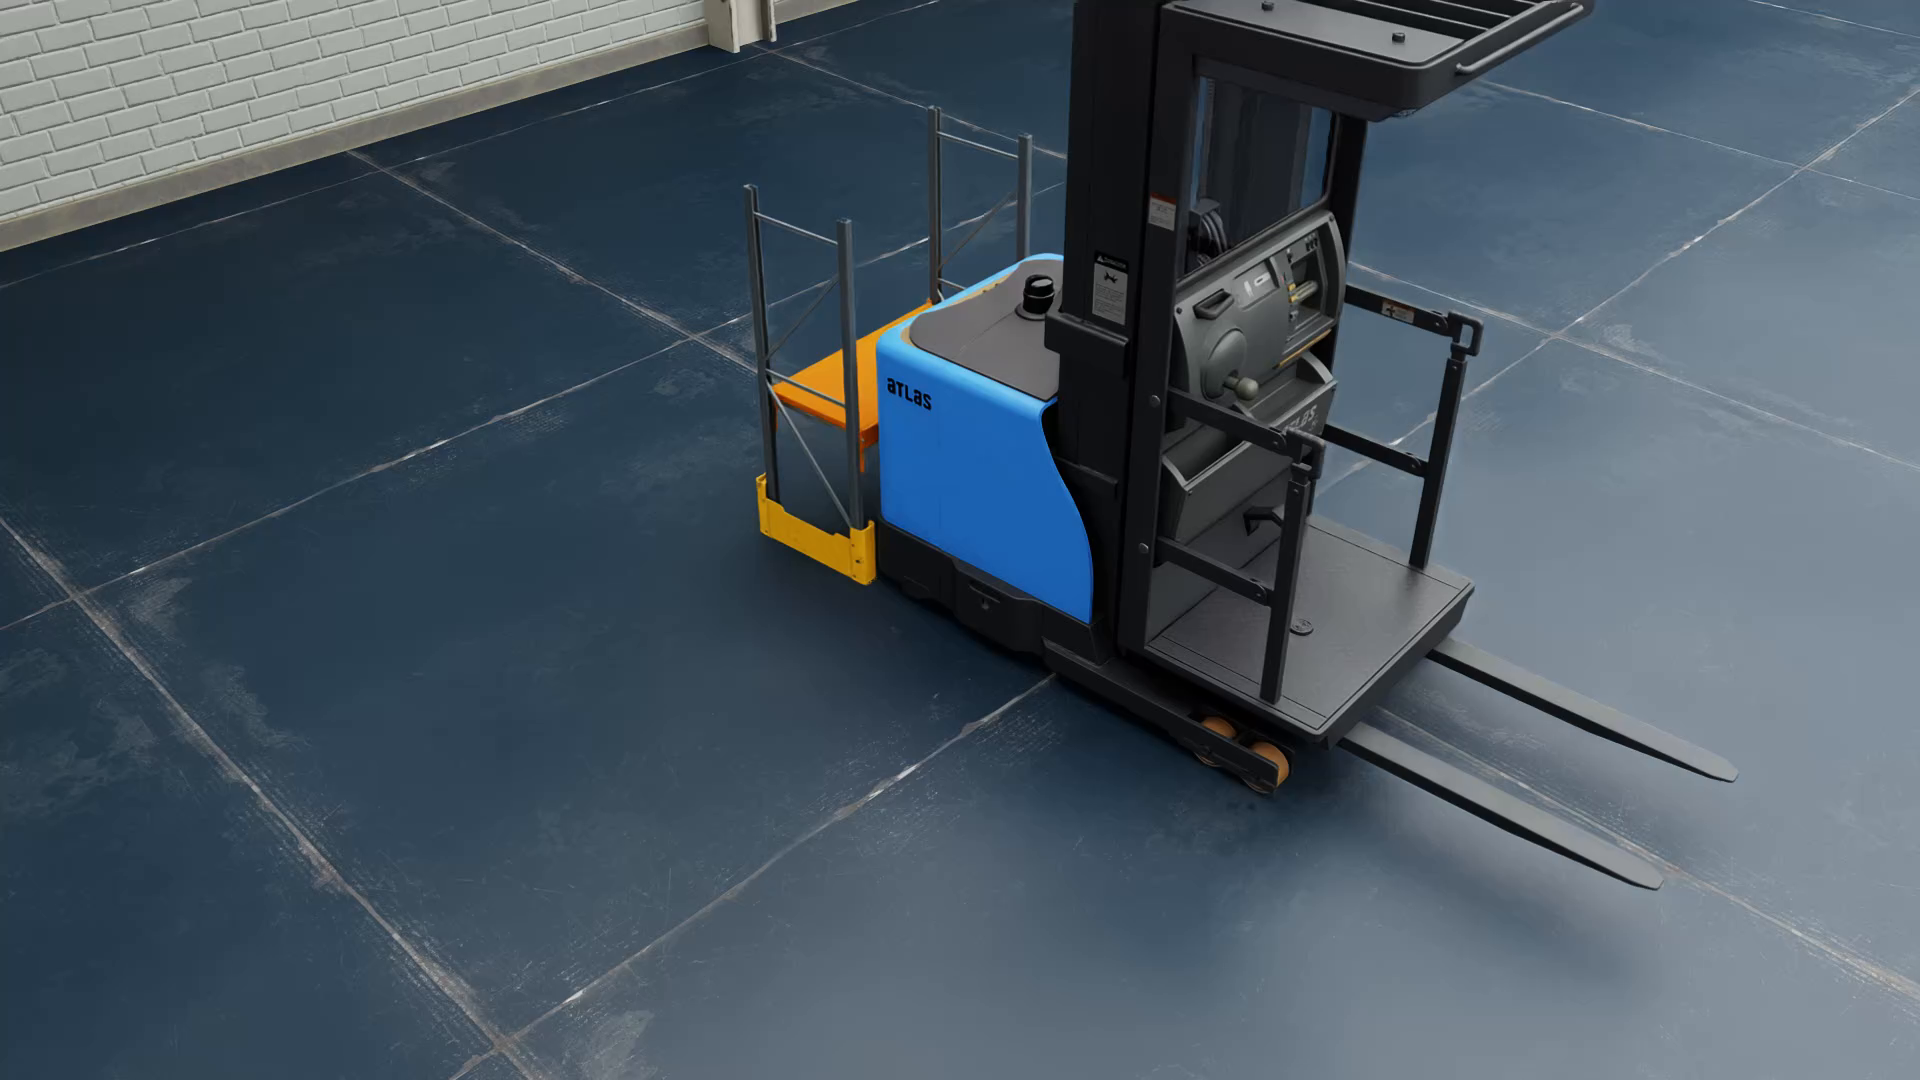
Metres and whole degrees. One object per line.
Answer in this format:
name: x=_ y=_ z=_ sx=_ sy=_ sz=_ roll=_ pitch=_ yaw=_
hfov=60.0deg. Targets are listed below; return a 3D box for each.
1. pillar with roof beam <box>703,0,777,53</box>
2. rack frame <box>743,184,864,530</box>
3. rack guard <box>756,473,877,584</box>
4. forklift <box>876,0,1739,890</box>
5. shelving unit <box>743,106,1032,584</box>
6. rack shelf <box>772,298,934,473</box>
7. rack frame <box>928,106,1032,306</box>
pillar with roof beam: x=1.503 y=-5.505 z=6.777 sx=9.100 sy=9.000 sz=0.400 roll=30 pitch=45 yaw=35
rack frame: x=-0.573 y=-0.563 z=6.246 sx=0.500 sy=1.500 sz=0.032 roll=25 pitch=42 yaw=32
rack guard: x=-0.573 y=-0.051 z=6.604 sx=0.587 sy=0.250 sz=0.087 roll=25 pitch=42 yaw=32
forklift: x=1.125 y=-0.704 z=5.197 sx=3.031 sy=2.935 sz=1.130 roll=26 pitch=43 yaw=33
shelving unit: x=-0.255 y=-0.783 z=6.562 sx=0.587 sy=1.500 sz=1.083 roll=25 pitch=42 yaw=32
rack shelf: x=-0.250 y=-0.640 z=6.670 sx=0.538 sy=0.185 sz=1.000 roll=25 pitch=42 yaw=32
rack frame: x=0.074 y=-1.011 z=6.889 sx=0.500 sy=1.500 sz=0.032 roll=25 pitch=42 yaw=32
